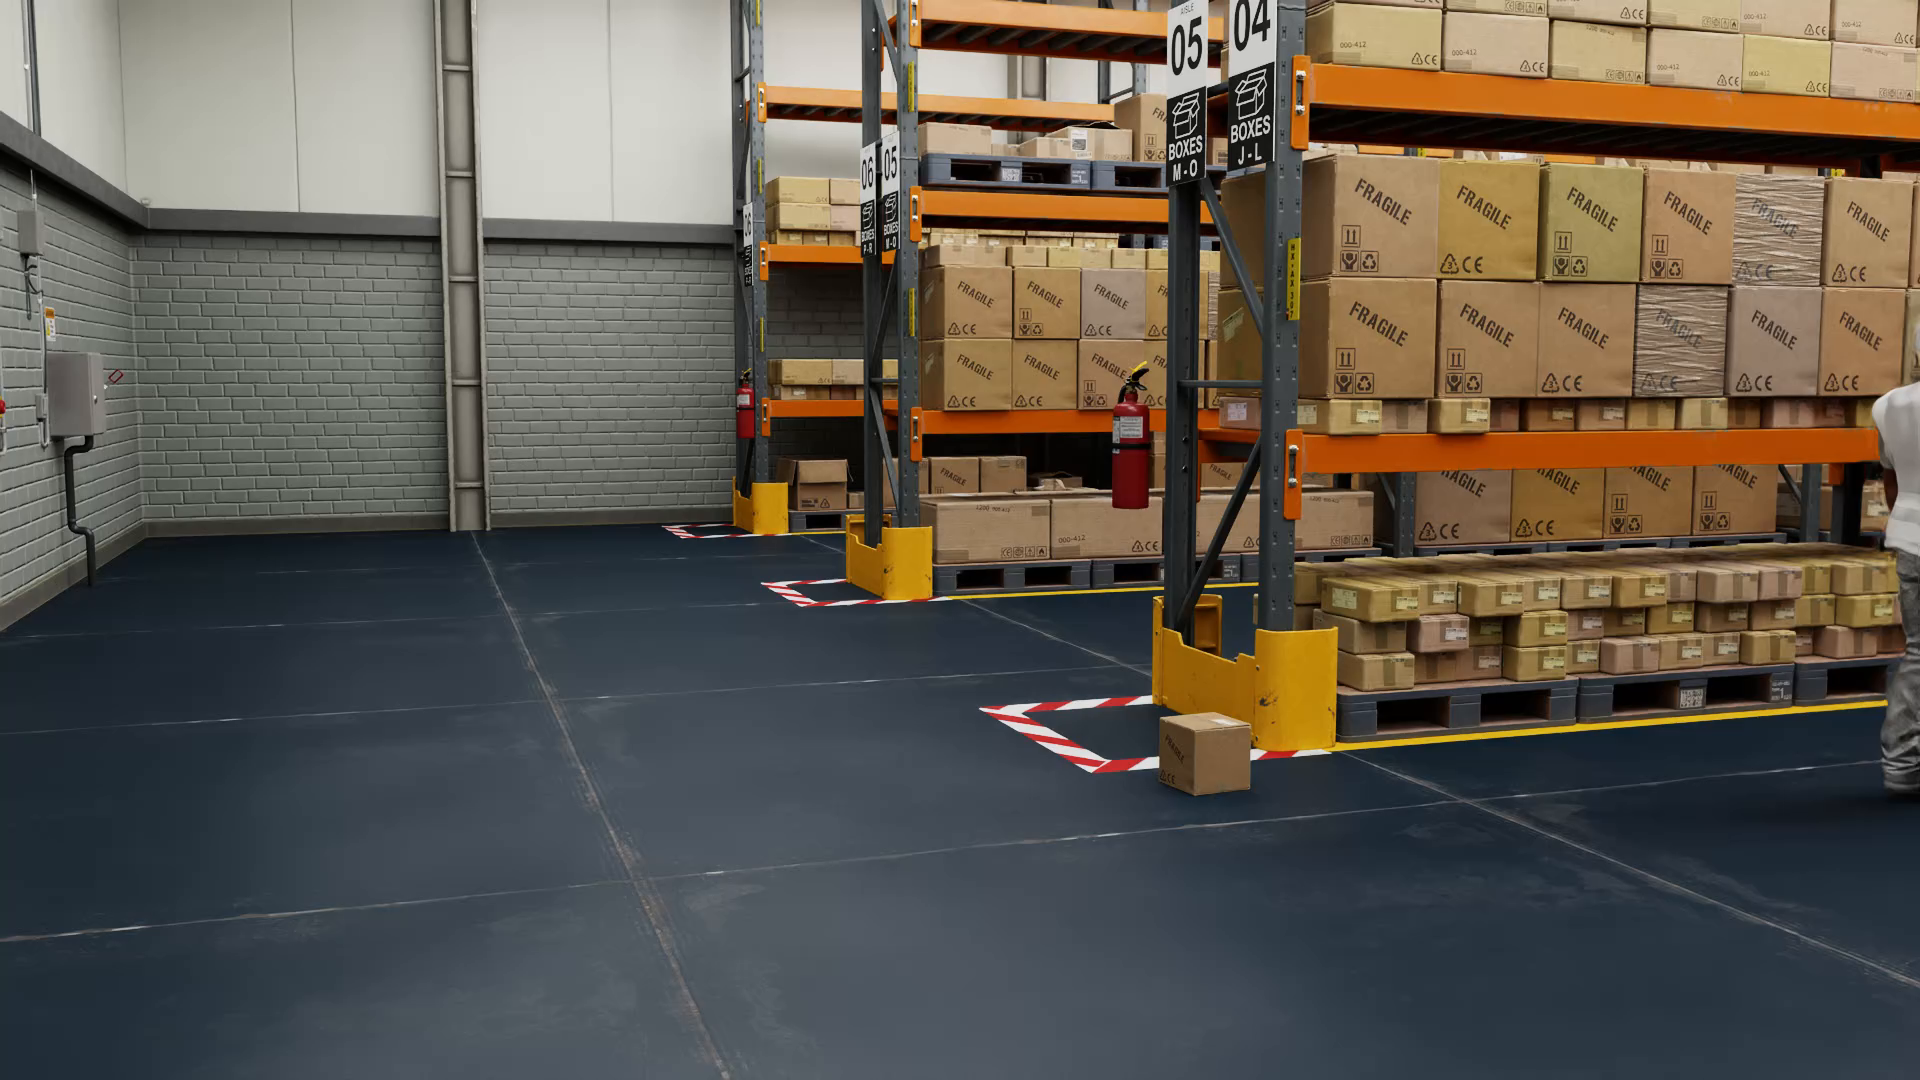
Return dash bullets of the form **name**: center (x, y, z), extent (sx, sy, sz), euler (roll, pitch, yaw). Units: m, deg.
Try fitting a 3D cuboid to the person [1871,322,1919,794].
- **person**: center (3.597, 0.053, 5.976), extent (0.474, 1.798, 0.592), euler (-1, 6, -8)
